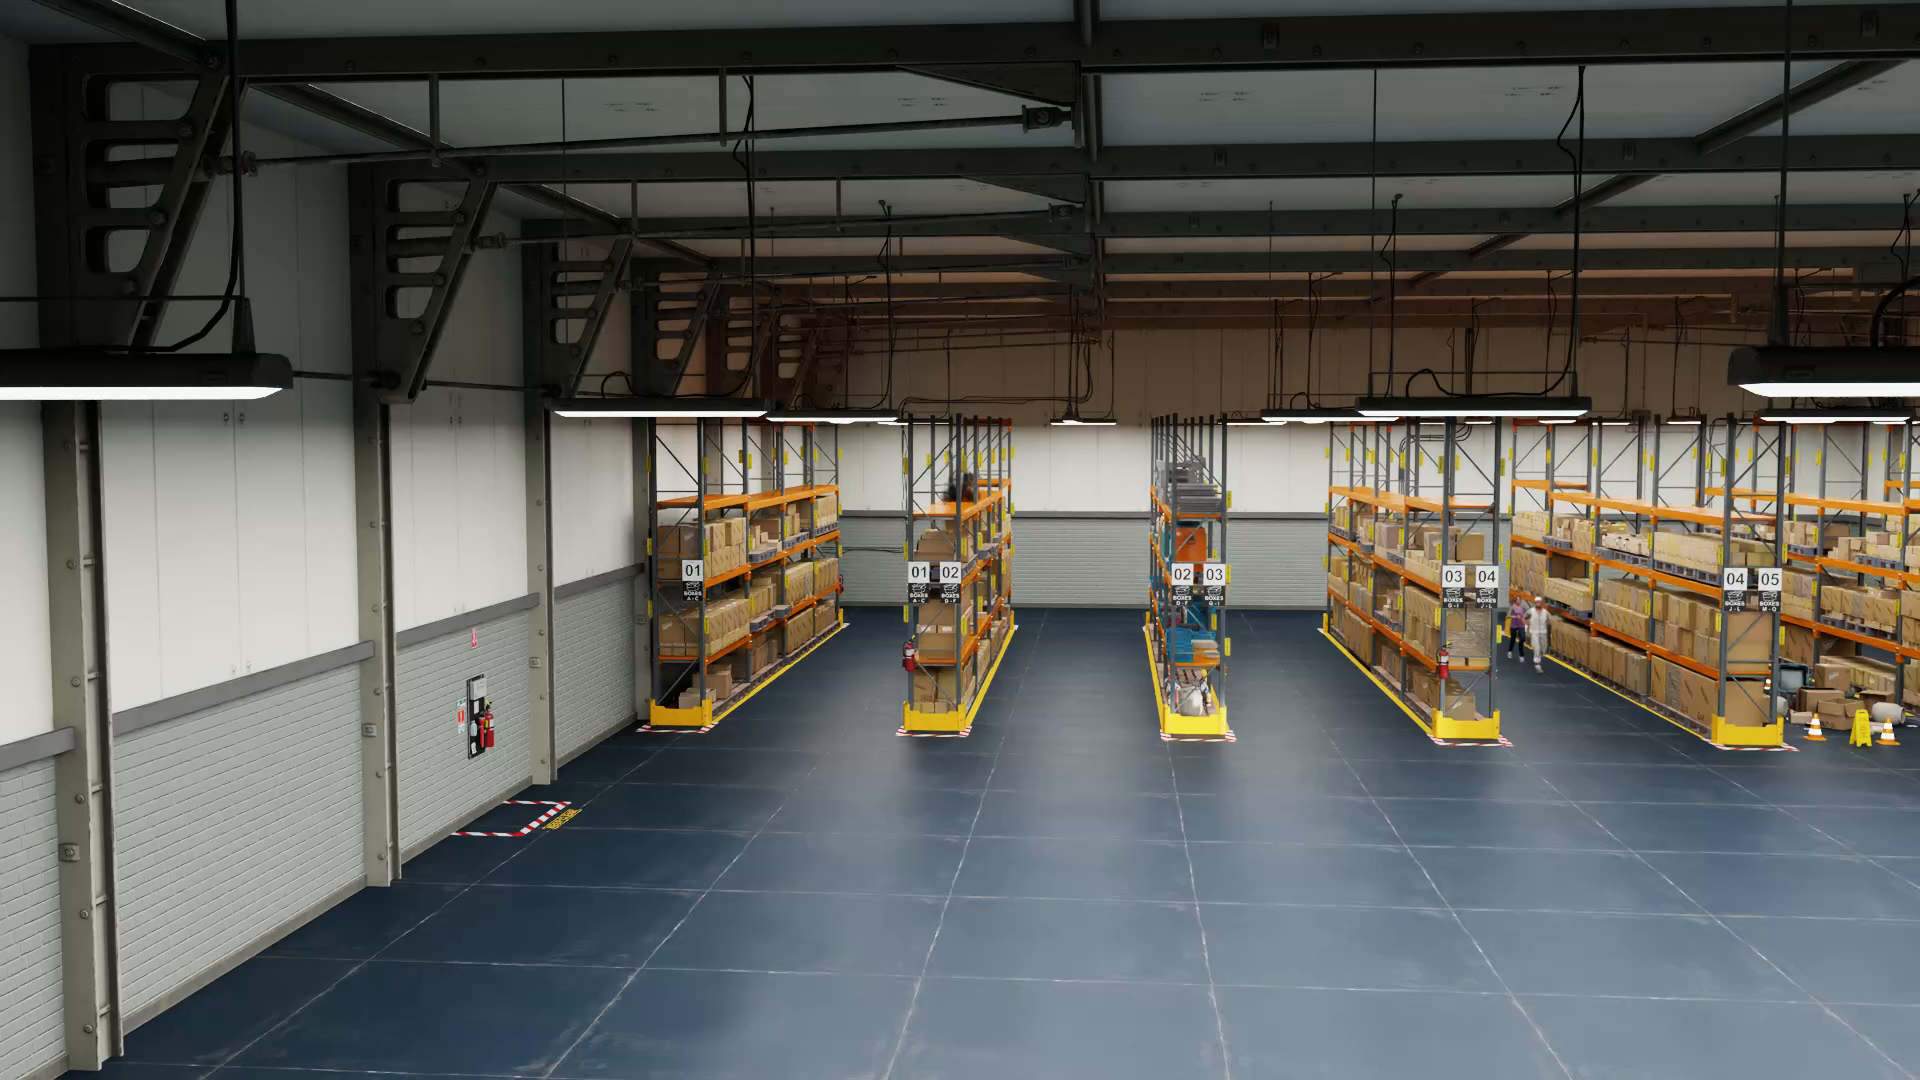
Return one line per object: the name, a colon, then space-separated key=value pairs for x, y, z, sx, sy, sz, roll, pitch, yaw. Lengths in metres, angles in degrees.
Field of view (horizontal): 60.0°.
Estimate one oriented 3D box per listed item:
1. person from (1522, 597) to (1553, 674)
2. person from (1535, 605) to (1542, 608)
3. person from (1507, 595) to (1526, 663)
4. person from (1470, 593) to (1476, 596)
person: x=13.531 y=2.207 z=38.925 sx=0.667 sy=1.767 sz=0.967 roll=0 pitch=4 yaw=3
person: x=16.535 y=1.734 z=47.160 sx=0.695 sy=1.639 sz=0.806 roll=2 pitch=4 yaw=31
person: x=13.657 y=2.161 z=40.806 sx=0.556 sy=1.630 sz=0.789 roll=0 pitch=4 yaw=-1
person: x=13.740 y=1.822 z=44.687 sx=0.742 sy=1.780 sz=1.065 roll=1 pitch=4 yaw=10
